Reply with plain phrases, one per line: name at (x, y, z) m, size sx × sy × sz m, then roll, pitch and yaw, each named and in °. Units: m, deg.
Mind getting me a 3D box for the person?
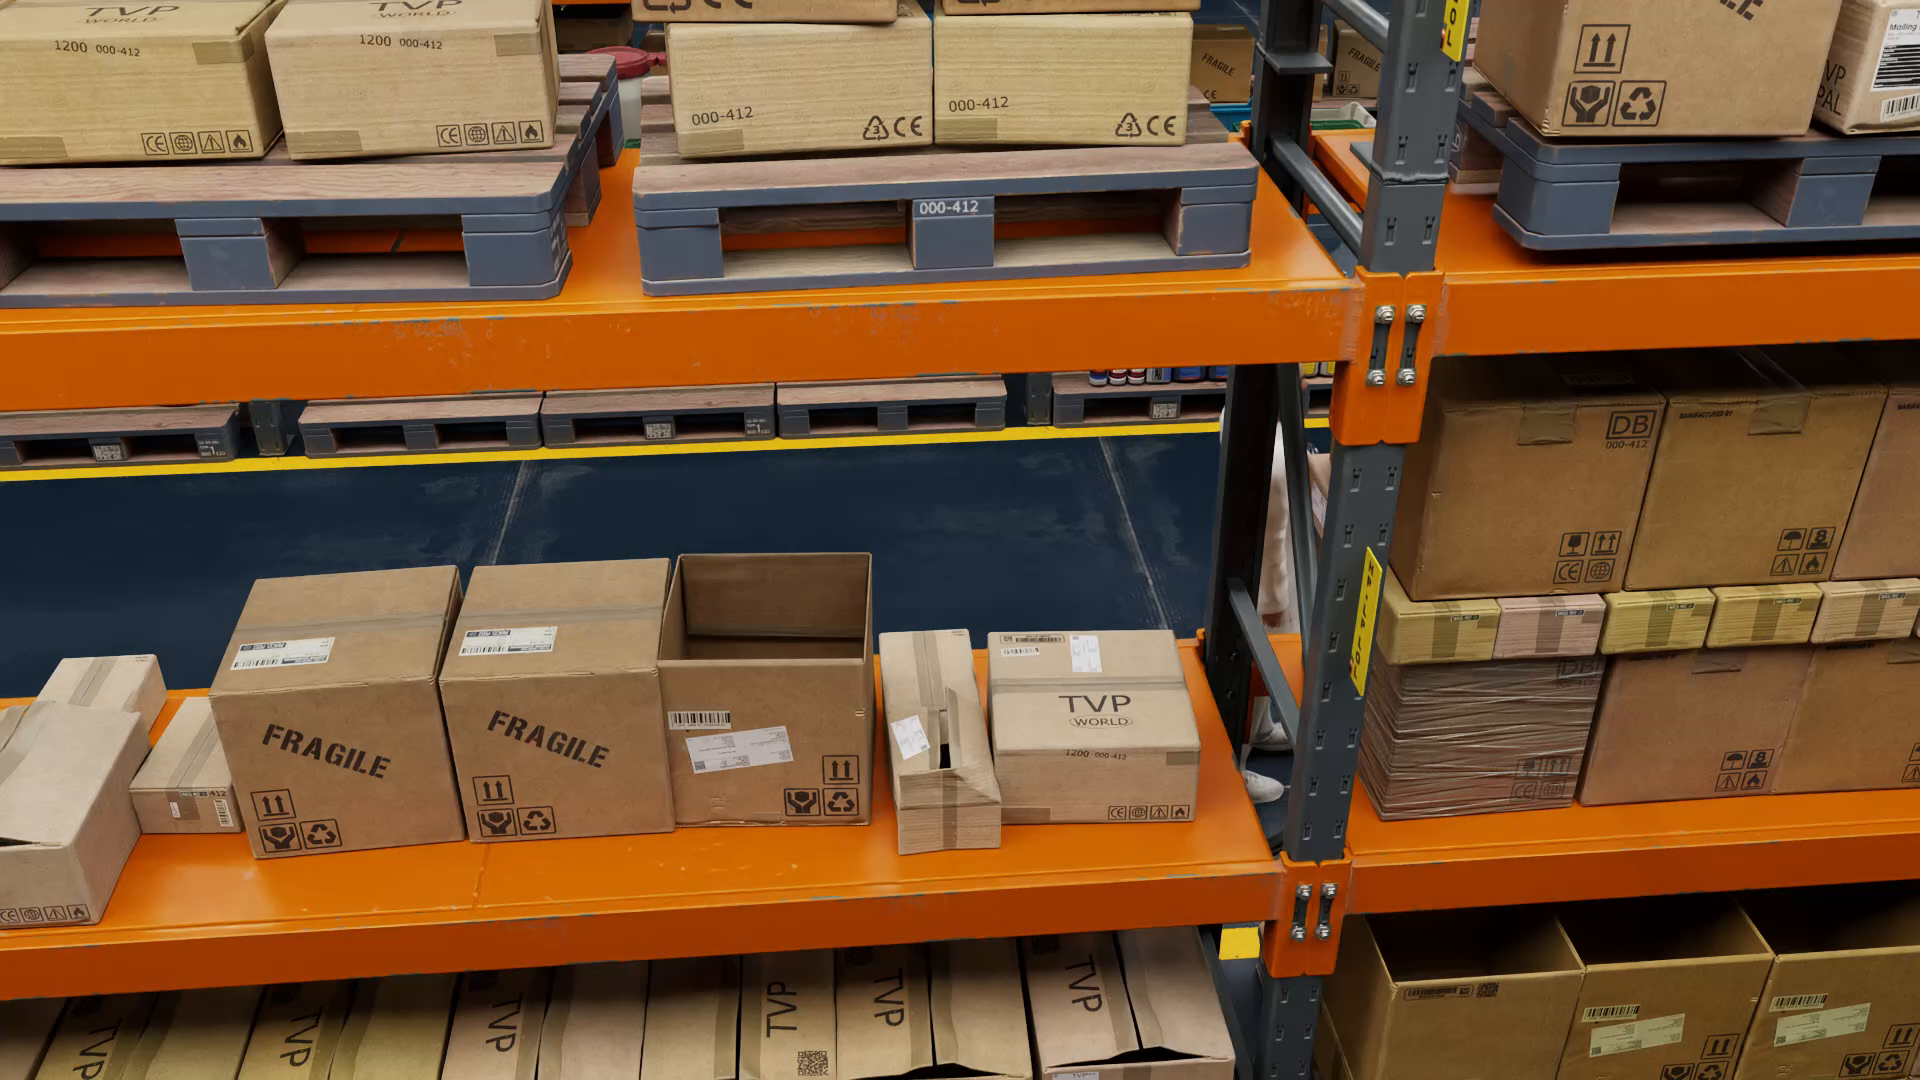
person at (1.102, 0.133, 5.963) m, size 0.533 × 1.768 × 0.571 m, roll -1°, pitch 31°, yaw -2°
